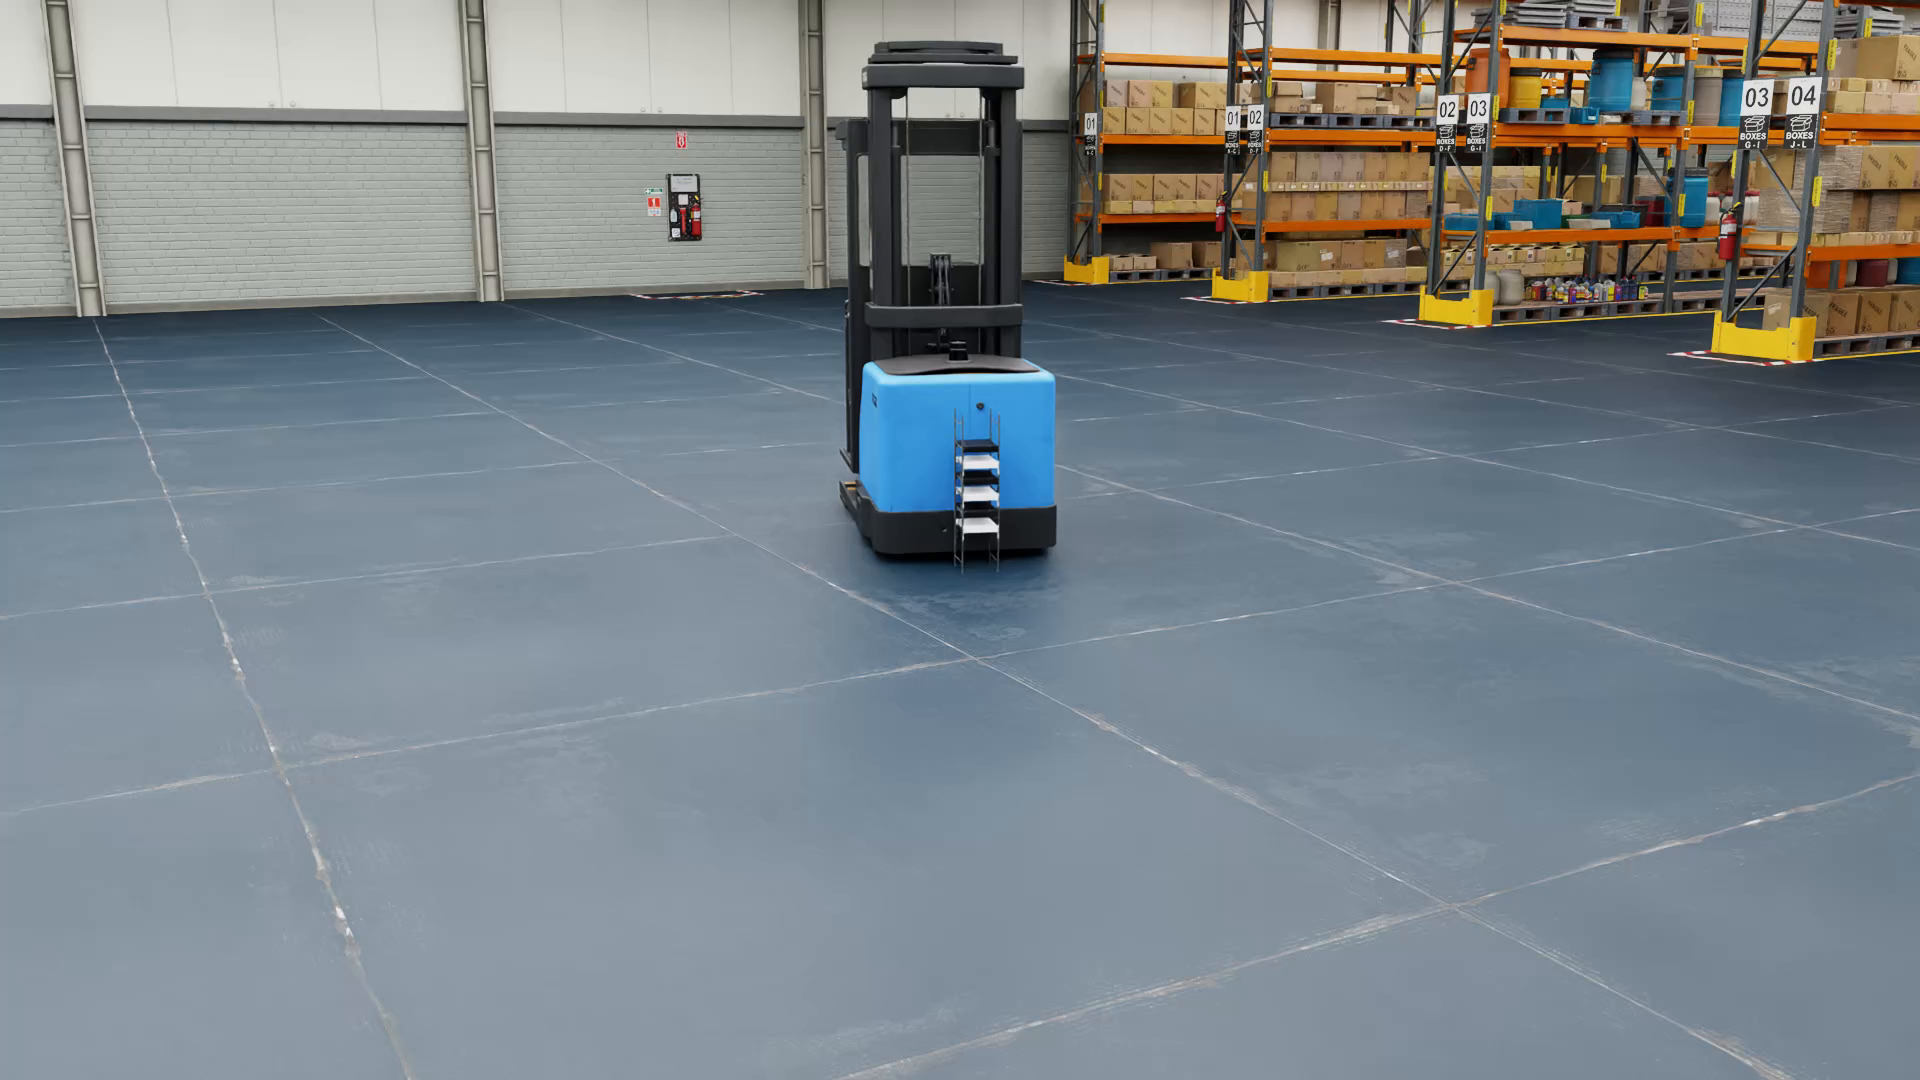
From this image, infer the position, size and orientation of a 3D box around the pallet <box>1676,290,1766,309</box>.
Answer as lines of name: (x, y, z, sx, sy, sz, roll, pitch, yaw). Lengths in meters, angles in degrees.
pallet: (12.408, -3.899, 26.953, 1.213, 0.211, 1.003, -7, 14, -28)

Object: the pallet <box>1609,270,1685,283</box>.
pallet: (13.549, -5.254, 32.975, 1.213, 0.211, 1.003, -7, 14, -28)

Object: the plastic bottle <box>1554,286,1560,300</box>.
plastic bottle: (9.152, -3.782, 25.453, 0.097, 0.201, 0.097, 0, 13, 0)

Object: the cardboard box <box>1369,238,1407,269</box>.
cardboard box: (7.548, -5.083, 29.462, 0.500, 0.500, 0.500, -7, 14, -28)

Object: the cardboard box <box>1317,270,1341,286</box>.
cardboard box: (6.238, -4.557, 28.832, 0.500, 0.250, 0.500, -7, 14, -28)

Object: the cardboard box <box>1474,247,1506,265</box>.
cardboard box: (9.673, -5.234, 30.562, 0.500, 0.311, 0.500, -7, 15, -30)

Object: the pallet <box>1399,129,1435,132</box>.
pallet: (9.969, -8.819, 36.064, 1.003, 0.211, 1.213, -6, 14, -25)

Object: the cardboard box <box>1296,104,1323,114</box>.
cardboard box: (5.901, -7.278, 28.082, 0.250, 0.149, 0.380, -7, 14, -28)

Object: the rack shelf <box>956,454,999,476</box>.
rack shelf: (0.093, -0.418, 9.248, 0.200, 0.077, 0.258, -2, 13, -11)

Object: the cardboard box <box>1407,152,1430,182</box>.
cardboard box: (7.909, -6.629, 29.550, 0.500, 0.500, 0.700, -7, 14, -28)

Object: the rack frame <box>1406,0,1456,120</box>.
rack frame: (8.295, -8.922, 29.257, 0.127, 3.000, 1.000, -7, 14, -28)

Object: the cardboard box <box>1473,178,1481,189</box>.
cardboard box: (11.332, -7.737, 36.706, 0.500, 0.500, 0.500, -6, 14, -26)

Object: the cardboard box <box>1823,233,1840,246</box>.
cardboard box: (10.121, -3.549, 19.618, 0.250, 0.149, 0.380, -7, 14, -28)

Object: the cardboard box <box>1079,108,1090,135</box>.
cardboard box: (2.652, -8.143, 32.356, 0.500, 0.500, 0.500, -6, 14, -24)

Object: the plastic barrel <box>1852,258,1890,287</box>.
plastic barrel: (15.589, -4.663, 28.532, 0.708, 0.588, 0.600, -7, 14, -28)

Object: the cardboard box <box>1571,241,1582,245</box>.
cardboard box: (14.088, -6.887, 38.618, 0.500, 0.500, 0.700, -7, 14, -28)

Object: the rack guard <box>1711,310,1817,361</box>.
rack guard: (9.594, -2.453, 19.871, 0.348, 0.500, 1.175, -7, 14, -28)

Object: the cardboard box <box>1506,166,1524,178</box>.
cardboard box: (12.199, -8.210, 37.099, 0.500, 0.250, 0.500, -6, 14, -27)

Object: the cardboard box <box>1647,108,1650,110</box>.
cardboard box: (13.077, -8.089, 32.160, 0.500, 0.500, 0.910, -7, 14, -28)

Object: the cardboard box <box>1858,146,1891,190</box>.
cardboard box: (10.583, -4.403, 19.659, 0.500, 0.500, 0.500, -7, 14, -28)

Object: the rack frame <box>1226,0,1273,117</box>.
rack frame: (4.784, -8.501, 27.387, 0.127, 3.000, 1.000, -7, 14, -28)

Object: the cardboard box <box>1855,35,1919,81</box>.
cardboard box: (10.960, -5.670, 19.596, 0.500, 0.500, 0.500, -7, 14, -28)

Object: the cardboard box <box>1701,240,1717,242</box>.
cardboard box: (15.681, -5.946, 34.391, 0.500, 0.500, 0.500, -7, 14, -28)

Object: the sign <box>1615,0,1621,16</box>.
sign: (12.075, -9.769, 30.533, 0.005, 0.325, 0.100, -7, 14, -28)

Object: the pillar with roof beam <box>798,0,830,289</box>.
pillar with roof beam: (-0.596, -8.235, 26.204, 0.400, 9.000, 9.100, -7, 14, -28)

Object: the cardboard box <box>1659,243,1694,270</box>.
cardboard box: (14.143, -5.622, 32.948, 0.500, 0.500, 0.500, -7, 14, -27)

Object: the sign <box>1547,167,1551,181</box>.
sign: (13.209, -8.214, 37.317, 0.005, 0.325, 0.100, -7, 14, -28)

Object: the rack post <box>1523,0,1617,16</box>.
rack post: (8.840, -7.719, 24.085, 0.954, 0.300, 0.937, -7, 15, -29)

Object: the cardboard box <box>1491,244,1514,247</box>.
cardboard box: (10.300, -5.444, 31.497, 0.500, 0.311, 0.500, -7, 15, -29)

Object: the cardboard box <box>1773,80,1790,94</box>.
cardboard box: (9.622, -5.339, 19.602, 0.250, 0.149, 0.380, -7, 14, -28)

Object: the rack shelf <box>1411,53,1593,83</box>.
rack shelf: (10.051, -8.586, 30.315, 4.000, 0.370, 1.077, -7, 14, -28)

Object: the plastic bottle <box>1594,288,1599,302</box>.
plastic bottle: (9.551, -3.678, 24.992, 0.097, 0.201, 0.097, 0, 13, 0)

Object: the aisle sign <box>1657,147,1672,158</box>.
aisle sign: (16.658, -9.430, 39.257, 0.004, 0.787, 0.394, -7, 14, -28)

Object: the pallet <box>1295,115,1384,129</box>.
pallet: (6.489, -7.193, 28.609, 1.213, 0.211, 1.003, -7, 14, -28)

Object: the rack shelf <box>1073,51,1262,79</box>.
rack shelf: (4.163, -9.313, 32.642, 4.000, 0.370, 1.077, -7, 14, -28)

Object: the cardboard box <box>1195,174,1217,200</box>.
cardboard box: (4.769, -7.038, 33.138, 0.500, 0.500, 0.500, -7, 15, -29)

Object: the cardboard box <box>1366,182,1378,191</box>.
cardboard box: (7.044, -6.157, 28.931, 0.250, 0.149, 0.380, -6, 14, -26)

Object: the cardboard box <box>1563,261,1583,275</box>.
cardboard box: (11.461, -5.177, 31.587, 0.500, 0.250, 0.500, -6, 14, -27)

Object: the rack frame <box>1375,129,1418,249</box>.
rack frame: (9.429, -7.370, 36.026, 0.127, 3.000, 1.000, -7, 14, -28)

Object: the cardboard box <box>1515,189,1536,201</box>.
cardboard box: (10.341, -6.285, 30.976, 0.500, 0.500, 0.500, -8, 15, -31)

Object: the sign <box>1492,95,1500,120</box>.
sign: (7.414, -5.981, 22.999, 0.005, 0.325, 0.100, -7, 14, -28)

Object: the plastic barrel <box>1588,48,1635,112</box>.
plastic barrel: (9.740, -6.869, 24.868, 0.708, 0.901, 0.600, -7, 14, -28)

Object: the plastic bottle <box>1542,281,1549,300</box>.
plastic bottle: (8.912, -3.819, 25.446, 0.135, 0.276, 0.152, -7, 15, -29)

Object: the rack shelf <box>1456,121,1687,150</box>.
rack shelf: (8.910, -5.942, 24.487, 4.000, 0.370, 1.077, -7, 14, -28)

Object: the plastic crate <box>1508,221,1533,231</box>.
plastic crate: (8.094, -4.523, 23.974, 0.250, 0.136, 0.298, -7, 14, -28)

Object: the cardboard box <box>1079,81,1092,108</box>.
cardboard box: (2.661, -8.634, 32.259, 0.500, 0.500, 0.500, -6, 14, -25)

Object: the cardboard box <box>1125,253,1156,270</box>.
cardboard box: (3.558, -5.547, 33.046, 0.500, 0.311, 0.500, -6, 14, -23)

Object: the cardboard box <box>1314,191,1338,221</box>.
cardboard box: (6.097, -5.777, 28.719, 0.500, 0.500, 0.700, -7, 14, -27)

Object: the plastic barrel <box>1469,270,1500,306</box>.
plastic barrel: (7.695, -3.694, 24.403, 0.421, 0.512, 0.421, 0, 13, 0)

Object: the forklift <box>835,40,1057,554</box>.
forklift: (-0.199, -1.624, 10.650, 1.130, 2.935, 3.031, -2, 13, -10)

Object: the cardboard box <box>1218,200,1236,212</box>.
cardboard box: (5.207, -6.727, 33.463, 0.500, 0.250, 0.500, -7, 14, -28)

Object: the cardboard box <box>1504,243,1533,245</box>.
cardboard box: (12.432, -6.854, 37.670, 0.750, 0.750, 0.750, -7, 14, -27)

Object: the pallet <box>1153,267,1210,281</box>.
pallet: (4.274, -5.382, 33.544, 1.213, 0.211, 1.003, -7, 14, -28)

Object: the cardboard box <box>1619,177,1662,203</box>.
cardboard box: (13.199, -6.817, 32.383, 0.500, 0.500, 0.700, -4, 13, -17)

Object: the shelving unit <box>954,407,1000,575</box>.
shelving unit: (0.093, -0.275, 9.280, 0.210, 0.900, 0.258, -2, 13, -11)
